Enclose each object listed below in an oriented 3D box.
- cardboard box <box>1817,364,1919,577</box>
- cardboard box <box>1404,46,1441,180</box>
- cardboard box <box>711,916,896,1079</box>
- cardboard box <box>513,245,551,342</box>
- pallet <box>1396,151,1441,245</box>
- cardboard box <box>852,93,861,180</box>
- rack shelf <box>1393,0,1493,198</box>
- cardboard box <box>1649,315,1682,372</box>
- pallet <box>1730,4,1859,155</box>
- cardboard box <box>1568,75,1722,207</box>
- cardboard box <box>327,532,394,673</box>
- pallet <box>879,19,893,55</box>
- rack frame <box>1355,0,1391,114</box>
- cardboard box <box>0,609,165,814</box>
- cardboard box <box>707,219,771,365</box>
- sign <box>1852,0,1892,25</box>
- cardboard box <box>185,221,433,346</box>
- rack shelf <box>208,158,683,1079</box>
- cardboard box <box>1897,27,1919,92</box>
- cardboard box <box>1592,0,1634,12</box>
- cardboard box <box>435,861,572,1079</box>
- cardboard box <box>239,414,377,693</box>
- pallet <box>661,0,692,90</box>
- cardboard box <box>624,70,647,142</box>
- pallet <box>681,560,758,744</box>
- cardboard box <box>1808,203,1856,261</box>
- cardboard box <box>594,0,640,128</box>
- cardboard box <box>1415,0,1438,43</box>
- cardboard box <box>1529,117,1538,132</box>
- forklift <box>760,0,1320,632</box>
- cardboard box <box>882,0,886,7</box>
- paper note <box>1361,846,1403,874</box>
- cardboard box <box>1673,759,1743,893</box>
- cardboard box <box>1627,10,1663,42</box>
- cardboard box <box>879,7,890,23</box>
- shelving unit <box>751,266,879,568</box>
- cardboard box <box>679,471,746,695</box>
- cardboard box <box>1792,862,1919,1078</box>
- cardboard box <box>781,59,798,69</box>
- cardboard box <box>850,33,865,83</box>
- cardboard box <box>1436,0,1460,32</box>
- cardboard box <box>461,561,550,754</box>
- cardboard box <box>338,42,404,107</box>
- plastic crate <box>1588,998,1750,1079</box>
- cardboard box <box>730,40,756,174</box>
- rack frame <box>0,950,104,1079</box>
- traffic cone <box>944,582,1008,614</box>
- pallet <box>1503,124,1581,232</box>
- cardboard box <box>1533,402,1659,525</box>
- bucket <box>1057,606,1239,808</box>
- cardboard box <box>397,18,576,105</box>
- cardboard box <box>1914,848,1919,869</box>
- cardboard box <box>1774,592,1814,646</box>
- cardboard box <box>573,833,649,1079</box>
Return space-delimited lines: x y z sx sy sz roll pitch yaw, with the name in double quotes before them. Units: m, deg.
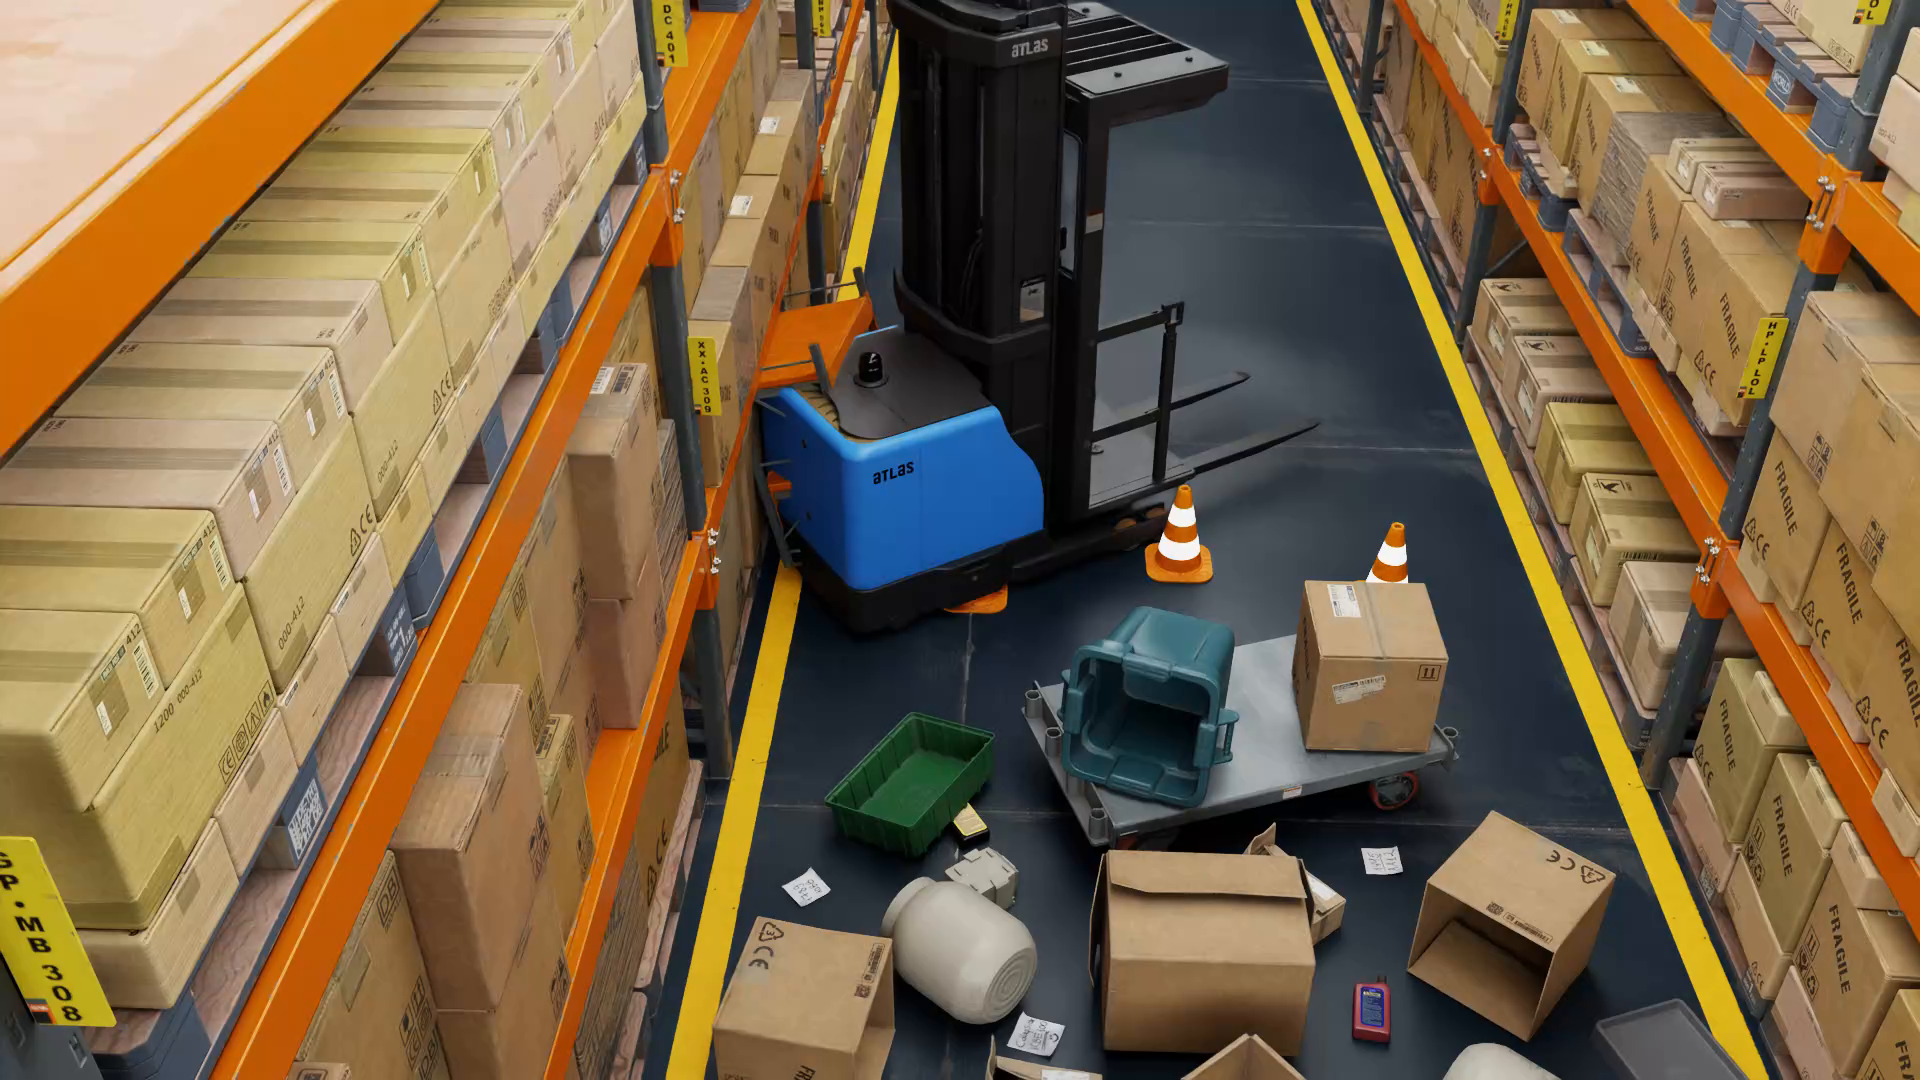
"cardboard box" 3.179 -0.201 5.158 0.700 0.500 0.500 2 35 2
"cardboard box" 3.804 -3.192 12.111 0.875 0.875 0.875 2 35 3
"cardboard box" -0.531 1.711 5.825 0.500 0.500 0.500 7 36 10
"cardboard box" -1.239 -0.615 4.120 0.380 0.149 0.250 1 35 1
"pallet" 3.775 -2.478 12.038 1.003 0.211 1.213 1 35 2
"cardboard box" -0.997 -2.952 12.096 0.500 0.500 0.500 1 35 1
"rack shelf" 3.697 -3.323 11.441 1.077 0.370 4.000 1 35 2
"cardboard box" 3.203 -0.842 7.138 0.380 0.149 0.250 1 35 1
"pallet" 3.587 -1.673 6.022 1.213 0.211 1.003 1 35 2
"cardboard box" 3.339 -1.945 8.144 0.500 0.500 0.500 2 35 3
"cardboard box" -1.291 0.109 3.090 0.380 0.149 0.250 2 35 2
"pallet" -1.135 -4.772 15.301 1.003 0.211 1.213 1 35 2
"rack frame" 3.777 -4.767 12.869 1.000 3.000 0.127 1 35 2
"cardboard box" -1.324 0.224 2.233 0.380 0.149 0.250 2 35 2
"cardboard box" -1.162 -1.141 7.623 0.500 0.500 0.500 1 35 2
"sign" 2.901 -1.781 5.220 0.100 0.325 0.005 1 35 2
"cardboard box" -1.271 -0.507 3.272 0.380 0.149 0.250 1 35 1
"rack shelf" -1.575 -0.011 4.119 1.077 0.370 4.000 1 35 2
"cardboard box" 3.117 -1.448 5.063 0.380 0.149 0.250 1 35 1
"cardboard box" 3.881 -3.196 9.678 0.500 0.500 0.500 0 35 0
"cardboard box" -1.537 1.161 4.305 0.875 0.550 0.550 1 35 2
"cardboard box" -1.360 0.008 2.886 0.500 0.250 0.500 1 35 1
"pallet" -1.507 -1.903 6.353 0.805 0.209 1.217 0 35 0
"cardboard box" -1.189 -1.347 5.161 0.380 0.149 0.250 1 35 2
"pallet" -1.539 0.469 7.845 1.003 0.211 1.213 1 35 2
"cardboard box" 3.781 -1.055 6.878 0.500 0.500 0.500 1 35 2
"cardboard box" -1.258 -1.438 4.944 0.500 0.250 0.500 1 35 1
"cardboard box" 3.411 -3.580 11.312 0.500 0.250 0.500 1 35 1
"cardboard box" 3.418 -2.355 9.291 0.380 0.149 0.250 -1 35 -1
"forklift" 0.535 -1.385 8.117 3.031 2.935 1.130 -19 39 -25
"cardboard box" -0.823 -4.895 14.908 0.380 0.149 0.250 1 35 2
"paper note" 1.730 1.309 6.806 0.148 0.019 0.142 1 35 2
"cardboard box" 3.162 1.115 6.526 0.500 0.250 0.500 0 35 0
"cardboard box" 3.876 -2.535 8.984 0.500 0.500 0.500 0 35 1
"cardboard box" -0.826 -4.777 14.998 0.380 0.149 0.250 0 35 1
"shelving unit" -0.691 -0.635 8.418 0.538 1.125 1.048 -8 28 14
"cardboard box" -1.559 0.163 7.446 1.050 0.750 0.750 1 35 2
"cardboard box" 3.130 1.414 5.448 0.500 0.500 0.500 3 35 4
"cardboard box" -1.114 -2.846 9.990 0.380 0.149 0.250 1 35 1
"cardboard box" -0.984 -3.550 12.295 0.500 0.250 0.500 3 35 4
"cardboard box" 3.399 -3.485 10.742 0.500 0.250 0.500 0 35 1
"cardboard box" -1.622 0.412 4.432 0.875 0.550 0.500 1 35 2
"cardboard box" -1.812 -1.163 4.552 0.500 0.250 0.500 1 35 2
"plastic crate" 2.573 1.907 5.912 0.402 0.080 0.583 -10 36 -14
"cardboard box" -1.399 -2.132 8.164 0.700 0.500 0.500 1 35 1
"rack frame" -1.658 -0.383 1.415 0.949 2.616 0.053 1 35 2
"traffic cone" 0.068 0.076 8.186 0.336 0.463 0.334 1 35 2
"pallet" 3.694 -1.978 9.069 1.213 0.211 1.003 1 35 2
"cardboard box" 3.526 -0.381 8.549 0.950 0.372 0.625 2 35 3
"bucket" 0.804 0.622 6.727 0.726 0.611 0.620 13 27 18
"cardboard box" -1.222 -1.240 4.315 0.380 0.149 0.250 2 35 3
"cardboard box" 3.080 0.986 4.902 0.380 0.149 0.250 1 35 2
"cardboard box" 3.164 0.252 5.947 0.380 0.149 0.250 2 35 3
"cardboard box" -1.622 1.349 5.651 0.875 0.875 0.875 2 35 2
